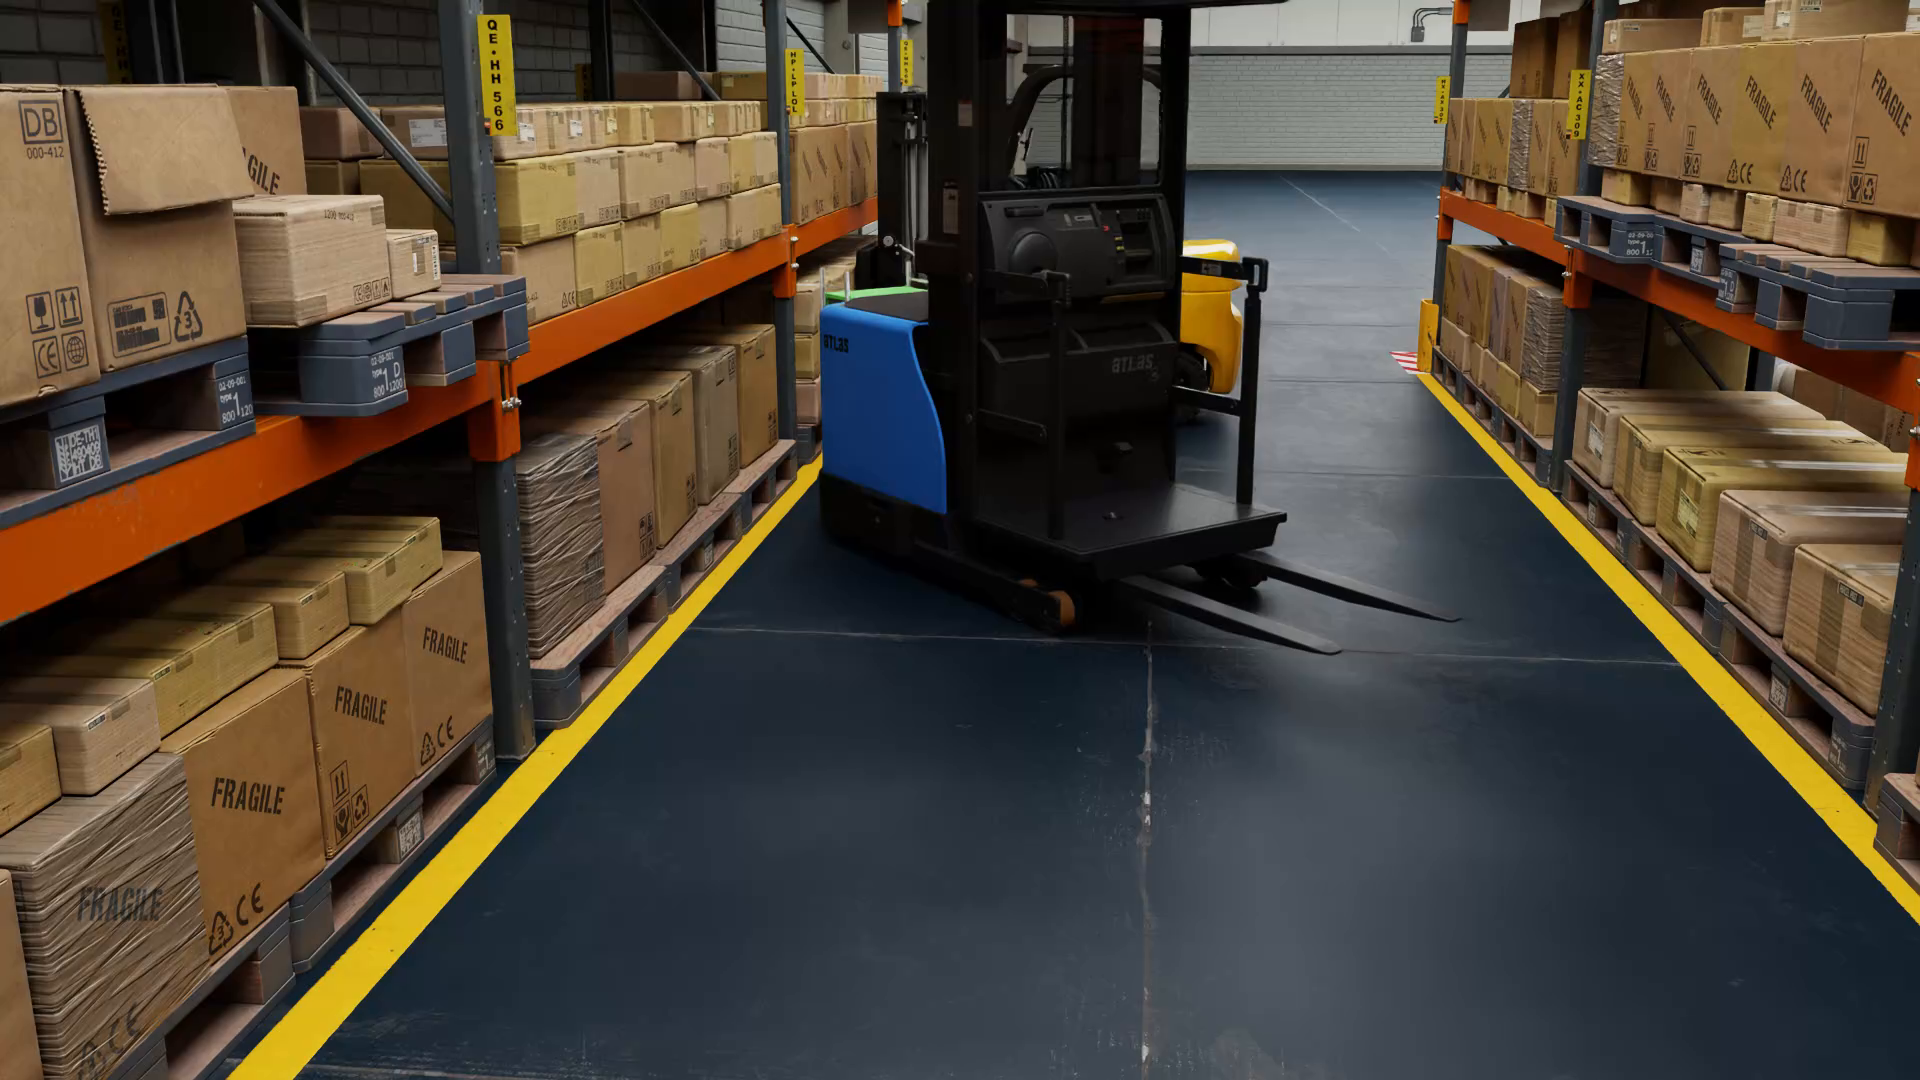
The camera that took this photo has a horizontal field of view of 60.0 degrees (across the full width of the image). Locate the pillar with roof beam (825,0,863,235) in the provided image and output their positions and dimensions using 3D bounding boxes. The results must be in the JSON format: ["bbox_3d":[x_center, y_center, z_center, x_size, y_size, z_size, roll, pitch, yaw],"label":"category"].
[{"bbox_3d":[3.047,-7.037,16.446,9.100,9.000,0.400,2,15,6],"label":"pillar with roof beam"}]

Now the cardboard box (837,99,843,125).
[{"bbox_3d":[-0.915,-2.595,10.080,0.380,0.149,0.250,1,15,4],"label":"cardboard box"}]

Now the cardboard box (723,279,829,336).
[{"bbox_3d":[-1.019,-1.302,9.279,0.500,0.250,0.500,1,15,5],"label":"cardboard box"}]

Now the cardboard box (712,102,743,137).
[{"bbox_3d":[-1.192,-1.893,7.481,0.380,0.149,0.250,1,15,5],"label":"cardboard box"}]

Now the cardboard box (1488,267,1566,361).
[{"bbox_3d":[3.460,-1.346,9.919,0.500,0.500,0.500,3,15,9],"label":"cardboard box"}]

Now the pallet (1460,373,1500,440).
[{"bbox_3d":[3.723,-0.829,10.324,1.003,0.211,1.213,2,15,6],"label":"pallet"}]

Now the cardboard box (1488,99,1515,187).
[{"bbox_3d":[3.509,-2.399,10.024,0.500,0.500,0.500,1,15,5],"label":"cardboard box"}]

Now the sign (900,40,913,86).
[{"bbox_3d":[-0.396,-3.519,12.258,0.100,0.325,0.005,2,15,6],"label":"sign"}]

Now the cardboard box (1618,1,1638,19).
[{"bbox_3d":[3.892,-2.597,8.842,0.700,0.500,0.500,2,15,7],"label":"cardboard box"}]

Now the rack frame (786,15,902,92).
[{"bbox_3d":[-0.934,-2.865,12.512,1.000,3.000,0.127,2,15,6],"label":"rack frame"}]

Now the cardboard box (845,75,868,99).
[{"bbox_3d":[-0.809,-2.937,10.774,0.380,0.149,0.250,2,15,7],"label":"cardboard box"}]

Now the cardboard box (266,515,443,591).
[{"bbox_3d":[-1.640,0.036,4.524,0.380,0.149,0.250,1,15,4],"label":"cardboard box"}]

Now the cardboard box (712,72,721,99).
[{"bbox_3d":[-1.132,-2.478,9.075,0.380,0.149,0.250,2,15,7],"label":"cardboard box"}]

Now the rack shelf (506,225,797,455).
[{"bbox_3d":[-1.611,-0.962,6.851,1.077,0.370,4.000,2,15,6],"label":"rack shelf"}]

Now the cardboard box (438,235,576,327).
[{"bbox_3d":[-1.544,-0.826,5.257,0.500,0.250,0.500,2,15,6],"label":"cardboard box"}]

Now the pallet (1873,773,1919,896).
[{"bbox_3d":[2.932,0.903,3.918,1.003,0.211,1.213,2,15,6],"label":"pallet"}]

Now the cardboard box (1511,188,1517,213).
[{"bbox_3d":[3.451,-1.983,9.730,0.380,0.149,0.250,1,15,5],"label":"cardboard box"}]

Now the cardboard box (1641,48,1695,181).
[{"bbox_3d":[3.084,-1.706,6.660,0.500,0.500,0.500,2,15,6],"label":"cardboard box"}]

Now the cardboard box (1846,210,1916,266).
[{"bbox_3d":[2.858,-0.890,4.885,0.380,0.149,0.250,2,15,7],"label":"cardboard box"}]

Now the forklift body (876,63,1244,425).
[{"bbox_3d":[0.665,-1.910,10.605,2.313,2.155,1.214,2,15,6],"label":"forklift body"}]

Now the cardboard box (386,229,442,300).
[{"bbox_3d":[-1.529,-0.690,4.145,0.380,0.149,0.250,2,15,7],"label":"cardboard box"}]

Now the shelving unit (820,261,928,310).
[{"bbox_3d":[-0.384,-0.711,7.994,0.503,1.200,0.258,-11,18,-34],"label":"shelving unit"}]

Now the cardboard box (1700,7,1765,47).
[{"bbox_3d":[3.123,-1.994,6.481,0.380,0.149,0.250,3,15,9],"label":"cardboard box"}]

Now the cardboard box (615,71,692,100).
[{"bbox_3d":[-1.649,-2.425,8.878,0.380,0.149,0.250,2,15,6],"label":"cardboard box"}]

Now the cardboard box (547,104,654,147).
[{"bbox_3d":[-1.373,-1.561,6.254,0.380,0.149,0.250,2,15,7],"label":"cardboard box"}]

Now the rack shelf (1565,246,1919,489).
[{"bbox_3d":[3.322,-0.817,6.314,1.077,0.370,4.000,2,15,6],"label":"rack shelf"}]

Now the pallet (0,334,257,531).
[{"bbox_3d":[-2.051,-0.193,2.998,1.003,0.211,1.213,2,15,6],"label":"pallet"}]

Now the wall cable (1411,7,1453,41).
[{"bbox_3d":[12.555,-15.471,41.123,2.305,6.003,0.169,2,15,6],"label":"wall cable"}]

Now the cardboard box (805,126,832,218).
[{"bbox_3d":[-1.033,-2.119,9.561,0.500,0.500,0.500,2,15,7],"label":"cardboard box"}]

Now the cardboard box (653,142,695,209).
[{"bbox_3d":[-1.376,-1.466,6.665,0.500,0.250,0.500,2,15,7],"label":"cardboard box"}]

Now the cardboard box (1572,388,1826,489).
[{"bbox_3d":[3.491,-0.481,7.923,0.950,0.372,0.625,2,15,7],"label":"cardboard box"}]

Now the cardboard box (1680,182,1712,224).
[{"bbox_3d":[2.996,-1.293,6.374,0.380,0.149,0.250,2,15,8],"label":"cardboard box"}]

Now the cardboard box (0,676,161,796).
[{"bbox_3d":[-1.818,0.379,3.256,0.380,0.149,0.250,1,15,4],"label":"cardboard box"}]

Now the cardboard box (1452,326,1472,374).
[{"bbox_3d":[3.568,-1.262,11.047,0.500,0.250,0.500,2,15,8],"label":"cardboard box"}]

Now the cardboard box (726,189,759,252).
[{"bbox_3d":[-1.233,-1.487,7.700,0.500,0.250,0.500,2,15,6],"label":"cardboard box"}]

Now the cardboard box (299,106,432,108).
[{"bbox_3d":[-1.992,-1.379,5.580,0.380,0.149,0.250,2,15,6],"label":"cardboard box"}]

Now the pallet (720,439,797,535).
[{"bbox_3d":[-1.429,-0.290,8.329,1.003,0.211,1.213,2,15,6],"label":"pallet"}]

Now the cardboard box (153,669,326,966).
[{"bbox_3d":[-1.794,0.595,3.700,0.500,0.500,0.500,2,15,9],"label":"cardboard box"}]

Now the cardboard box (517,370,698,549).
[{"bbox_3d":[-1.611,-0.353,6.964,0.875,0.625,0.625,1,15,4],"label":"cardboard box"}]

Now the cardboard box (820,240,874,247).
[{"bbox_3d":[-0.728,-1.962,11.720,0.500,0.250,0.500,2,15,7],"label":"cardboard box"}]

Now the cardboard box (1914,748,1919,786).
[{"bbox_3d":[2.936,0.354,3.871,0.875,0.875,0.875,2,15,6],"label":"cardboard box"}]

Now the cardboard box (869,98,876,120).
[{"bbox_3d":[-0.784,-2.996,11.561,0.380,0.149,0.250,2,15,7],"label":"cardboard box"}]

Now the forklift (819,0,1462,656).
[{"bbox_3d":[0.611,-1.200,6.486,1.130,2.935,3.031,-10,18,-34],"label":"forklift"}]

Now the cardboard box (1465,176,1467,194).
[{"bbox_3d":[3.630,-2.385,11.215,0.380,0.149,0.250,1,15,4],"label":"cardboard box"}]

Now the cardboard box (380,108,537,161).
[{"bbox_3d":[-1.508,-1.226,5.015,0.380,0.149,0.250,2,15,8],"label":"cardboard box"}]

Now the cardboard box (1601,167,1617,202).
[{"bbox_3d":[3.171,-1.630,7.621,0.380,0.149,0.250,2,15,7],"label":"cardboard box"}]

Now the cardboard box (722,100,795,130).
[{"bbox_3d":[-1.088,-2.264,8.855,0.380,0.149,0.250,1,15,5],"label":"cardboard box"}]
